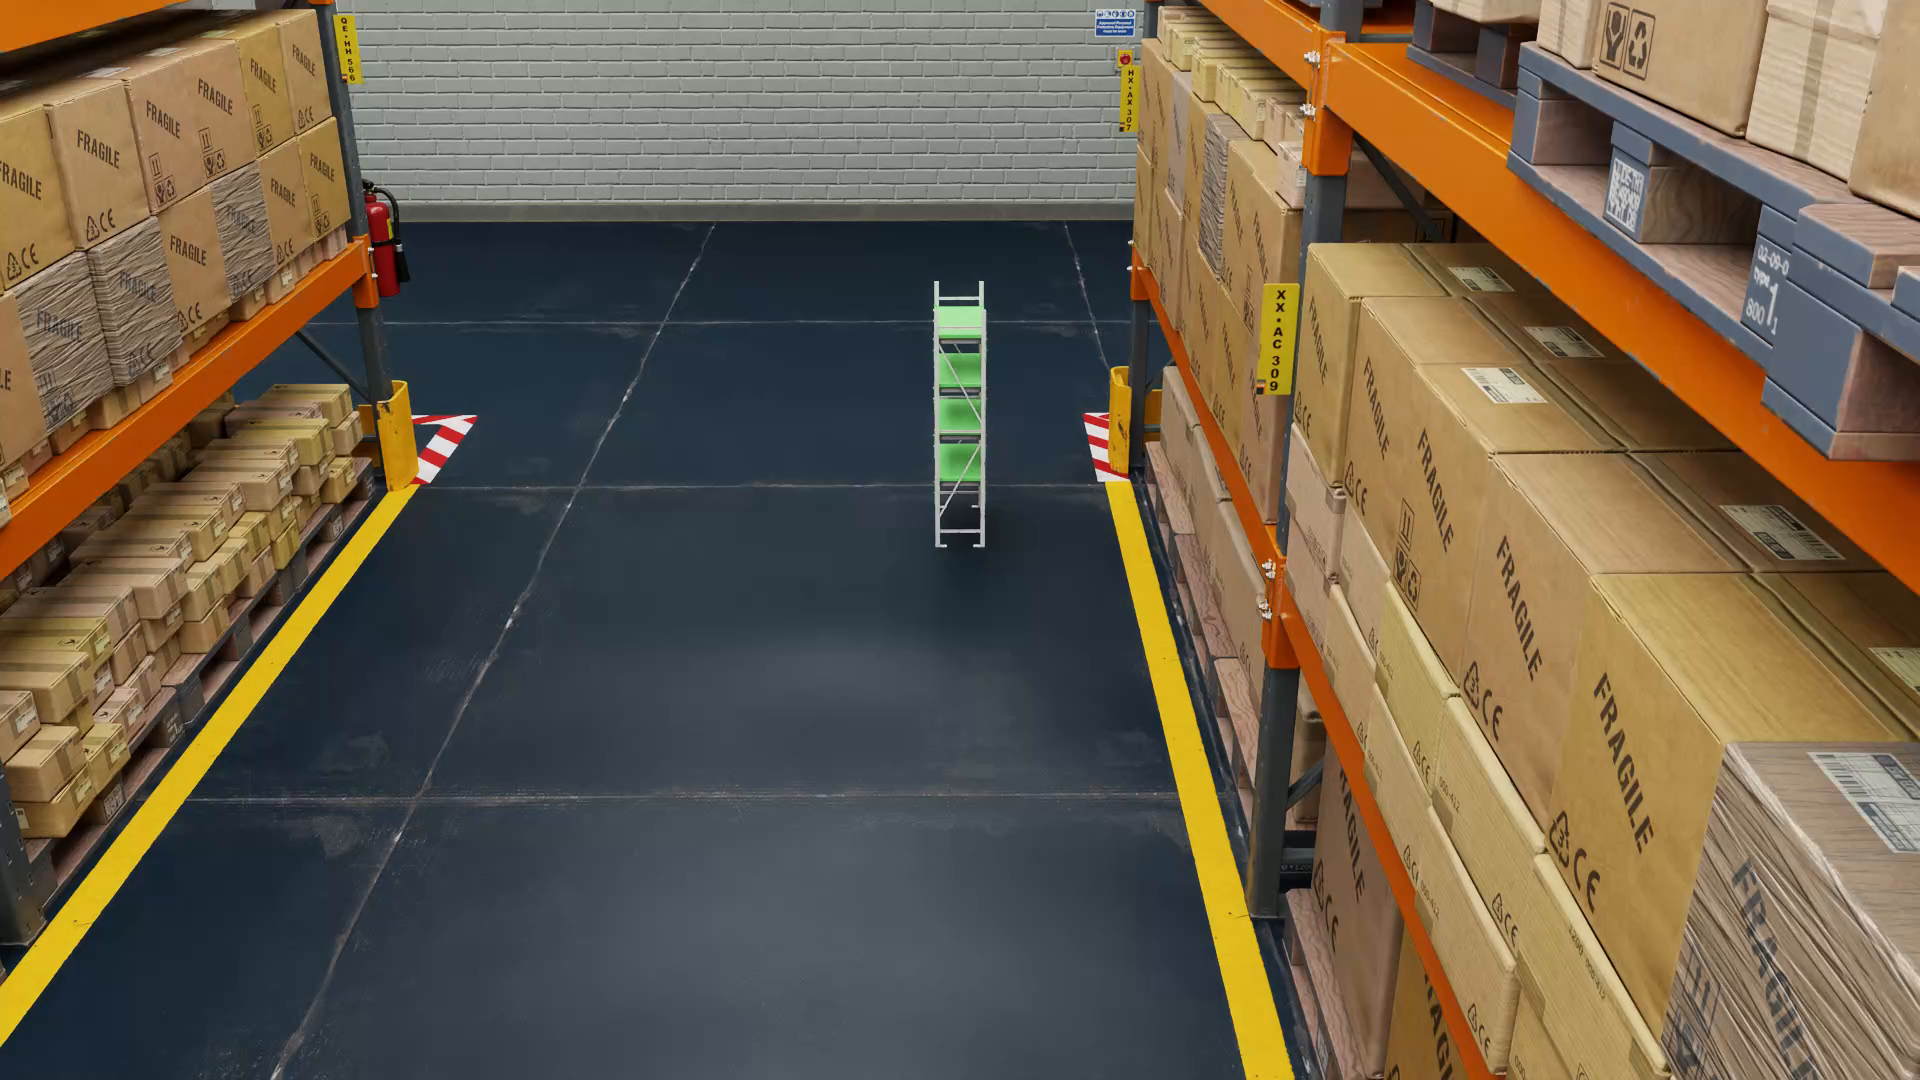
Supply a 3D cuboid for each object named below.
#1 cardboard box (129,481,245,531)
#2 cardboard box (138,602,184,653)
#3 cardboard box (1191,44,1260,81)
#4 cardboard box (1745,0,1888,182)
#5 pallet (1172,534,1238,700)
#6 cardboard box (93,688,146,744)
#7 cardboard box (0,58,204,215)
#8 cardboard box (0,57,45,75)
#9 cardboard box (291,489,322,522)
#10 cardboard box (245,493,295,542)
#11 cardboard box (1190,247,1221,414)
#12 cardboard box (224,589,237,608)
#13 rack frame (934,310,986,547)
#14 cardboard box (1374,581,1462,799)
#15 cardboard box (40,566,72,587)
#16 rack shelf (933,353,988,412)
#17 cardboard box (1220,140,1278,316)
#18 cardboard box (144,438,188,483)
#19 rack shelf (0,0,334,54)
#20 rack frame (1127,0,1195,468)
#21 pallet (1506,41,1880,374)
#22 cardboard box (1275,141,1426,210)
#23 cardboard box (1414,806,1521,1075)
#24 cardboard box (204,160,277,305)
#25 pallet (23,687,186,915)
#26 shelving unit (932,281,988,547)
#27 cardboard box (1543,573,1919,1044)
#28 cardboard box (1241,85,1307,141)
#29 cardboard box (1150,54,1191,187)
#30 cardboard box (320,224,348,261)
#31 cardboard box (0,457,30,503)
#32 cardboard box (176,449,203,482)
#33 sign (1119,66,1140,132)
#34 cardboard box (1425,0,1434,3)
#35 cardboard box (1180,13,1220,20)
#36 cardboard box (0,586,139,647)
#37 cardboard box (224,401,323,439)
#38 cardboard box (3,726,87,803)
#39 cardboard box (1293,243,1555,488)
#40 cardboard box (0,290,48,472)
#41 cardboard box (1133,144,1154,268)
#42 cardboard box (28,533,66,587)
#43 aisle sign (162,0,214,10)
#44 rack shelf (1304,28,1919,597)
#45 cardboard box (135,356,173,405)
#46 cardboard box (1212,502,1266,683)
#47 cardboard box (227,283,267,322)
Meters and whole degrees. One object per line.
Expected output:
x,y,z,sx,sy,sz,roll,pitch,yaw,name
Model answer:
-3.312,-0.135,7.136,0.380,0.149,0.250,-1,24,-2,cardboard box
-3.288,0.316,6.500,0.380,0.149,0.250,1,24,2,cardboard box
1.139,-1.903,6.696,0.380,0.149,0.250,0,24,0,cardboard box
1.134,-0.555,1.850,0.396,0.266,0.258,-1,24,-2,cardboard box
1.509,0.313,7.303,1.003,0.211,1.213,0,24,-1,pallet
-3.233,0.668,6.083,0.380,0.149,0.250,0,24,-1,cardboard box
-3.254,-1.533,6.304,0.500,0.500,0.500,-1,24,-2,cardboard box
-3.793,-1.543,6.326,0.500,0.500,0.500,-1,24,-2,cardboard box
-3.301,-0.186,7.972,0.380,0.149,0.250,0,24,-1,cardboard box
-3.219,-0.109,7.440,0.380,0.149,0.250,0,24,0,cardboard box
1.164,-0.795,6.246,0.500,0.500,0.500,-1,24,-1,cardboard box
-3.310,0.237,7.035,0.380,0.149,0.250,0,24,1,cardboard box
0.001,-0.514,7.931,0.240,1.200,0.015,0,24,-1,rack frame
1.191,0.306,3.510,0.500,0.250,0.500,0,24,0,cardboard box
-3.760,0.226,6.698,0.380,0.149,0.250,-1,24,-3,cardboard box
-0.002,-0.775,8.081,0.258,0.148,0.480,0,24,-1,rack shelf
1.177,-1.044,5.583,0.500,0.500,0.500,-1,24,-1,cardboard box
-3.787,-0.351,7.615,0.380,0.149,0.250,-1,24,-3,cardboard box
-3.515,-1.939,6.131,1.077,0.370,4.000,0,24,-1,rack shelf
1.412,-1.789,8.564,1.000,3.000,0.127,0,24,-1,rack frame
1.424,-0.499,2.301,1.003,0.211,1.213,1,24,2,pallet
1.134,-1.062,4.837,0.380,0.149,0.250,-1,24,-2,cardboard box
1.190,0.741,3.153,0.500,0.250,0.500,-1,24,-1,cardboard box
-3.259,-1.301,7.003,0.500,0.500,0.500,0,24,0,cardboard box
-3.536,0.918,5.965,1.003,0.211,1.213,0,24,-1,pallet
-0.002,-0.615,8.154,0.258,1.200,0.503,0,24,-1,shelving unit
1.220,0.379,2.437,0.500,0.500,0.500,0,24,-1,cardboard box
1.187,-1.482,5.764,0.380,0.149,0.250,0,24,-1,cardboard box
1.145,-1.878,7.427,0.500,0.500,0.500,-1,24,-2,cardboard box
-3.250,-1.477,8.181,0.380,0.149,0.250,0,24,0,cardboard box
-3.246,-0.186,5.327,0.380,0.149,0.250,0,24,1,cardboard box
-3.750,-0.322,7.911,0.380,0.149,0.250,0,24,0,cardboard box
0.857,-2.219,8.370,0.100,0.325,0.005,0,24,-1,sign
1.175,-1.379,3.389,0.500,0.500,0.500,-1,24,-2,cardboard box
1.213,-2.330,7.640,0.380,0.149,0.250,0,24,1,cardboard box
-3.311,0.292,6.192,0.380,0.149,0.250,-1,24,-2,cardboard box
-3.332,-0.567,8.092,0.380,0.149,0.250,0,24,0,cardboard box
-3.177,0.745,5.552,0.380,0.149,0.250,1,24,2,cardboard box
1.173,-0.459,4.290,0.500,0.500,0.500,0,24,0,cardboard box
-3.246,-0.463,5.151,0.500,0.500,0.500,-1,24,-2,cardboard box
1.130,-1.635,8.104,0.500,0.500,0.500,0,24,-1,cardboard box
-3.845,0.078,6.666,0.380,0.149,0.250,-1,24,-2,cardboard box
-3.837,-2.938,7.951,0.394,0.787,0.004,0,24,-1,aisle sign
1.478,-0.355,2.628,1.077,0.370,4.000,0,24,-1,rack shelf
-3.232,-0.623,6.291,0.380,0.149,0.250,1,24,2,cardboard box
1.546,0.208,6.750,0.875,0.438,0.875,-1,24,-2,cardboard box
-3.268,-1.057,7.253,0.380,0.149,0.250,-1,24,-3,cardboard box
